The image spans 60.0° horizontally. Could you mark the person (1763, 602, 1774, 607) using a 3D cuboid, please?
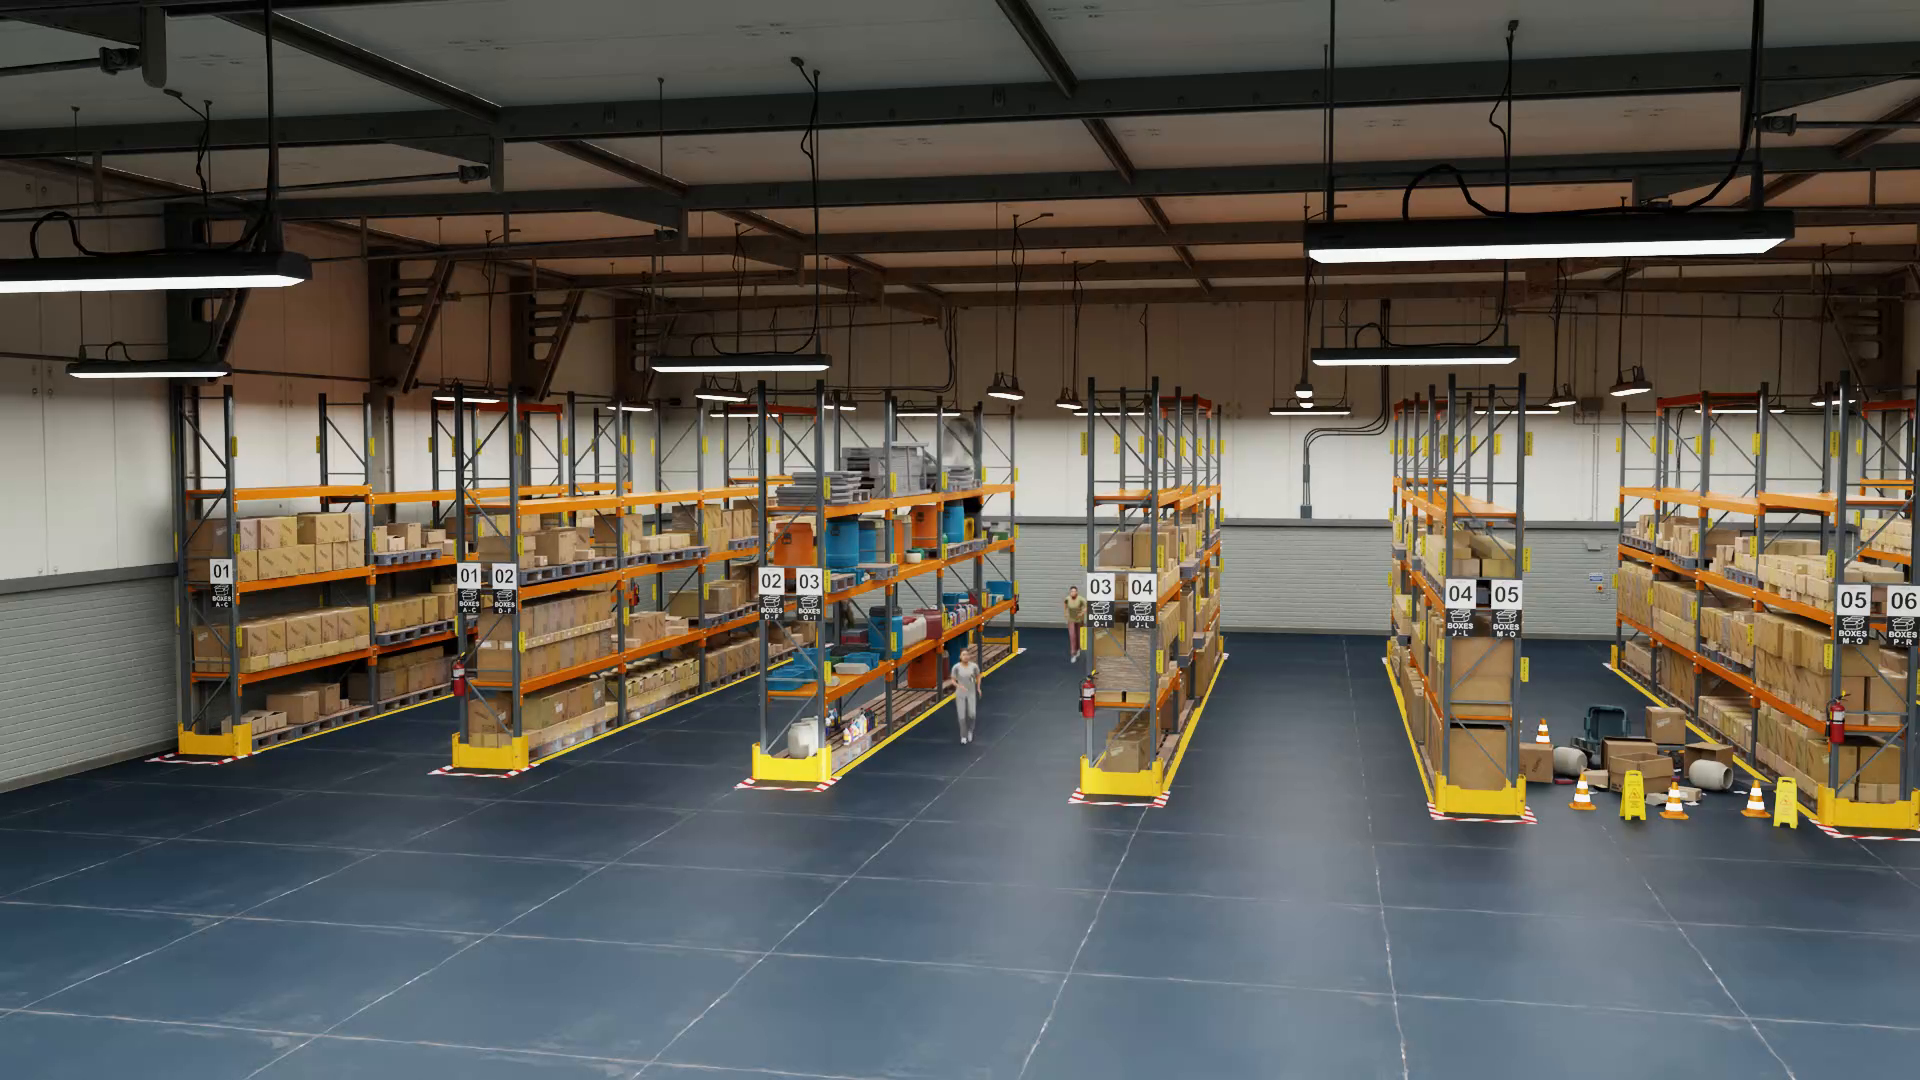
[{"bbox_3d":[17.097,2.153,35.176,0.599,1.821,0.831,0,3,-1],"label":"person"}]

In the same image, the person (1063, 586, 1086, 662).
[{"bbox_3d":[2.592,1.854,37.292,0.582,1.671,1.023,1,3,9],"label":"person"}]

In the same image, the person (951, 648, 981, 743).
[{"bbox_3d":[0.109,2.614,27.895,0.537,1.627,0.693,0,3,-5],"label":"person"}]

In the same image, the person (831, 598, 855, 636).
[{"bbox_3d":[-3.052,1.774,42.195,0.730,1.777,0.997,-3,4,-41],"label":"person"}]
